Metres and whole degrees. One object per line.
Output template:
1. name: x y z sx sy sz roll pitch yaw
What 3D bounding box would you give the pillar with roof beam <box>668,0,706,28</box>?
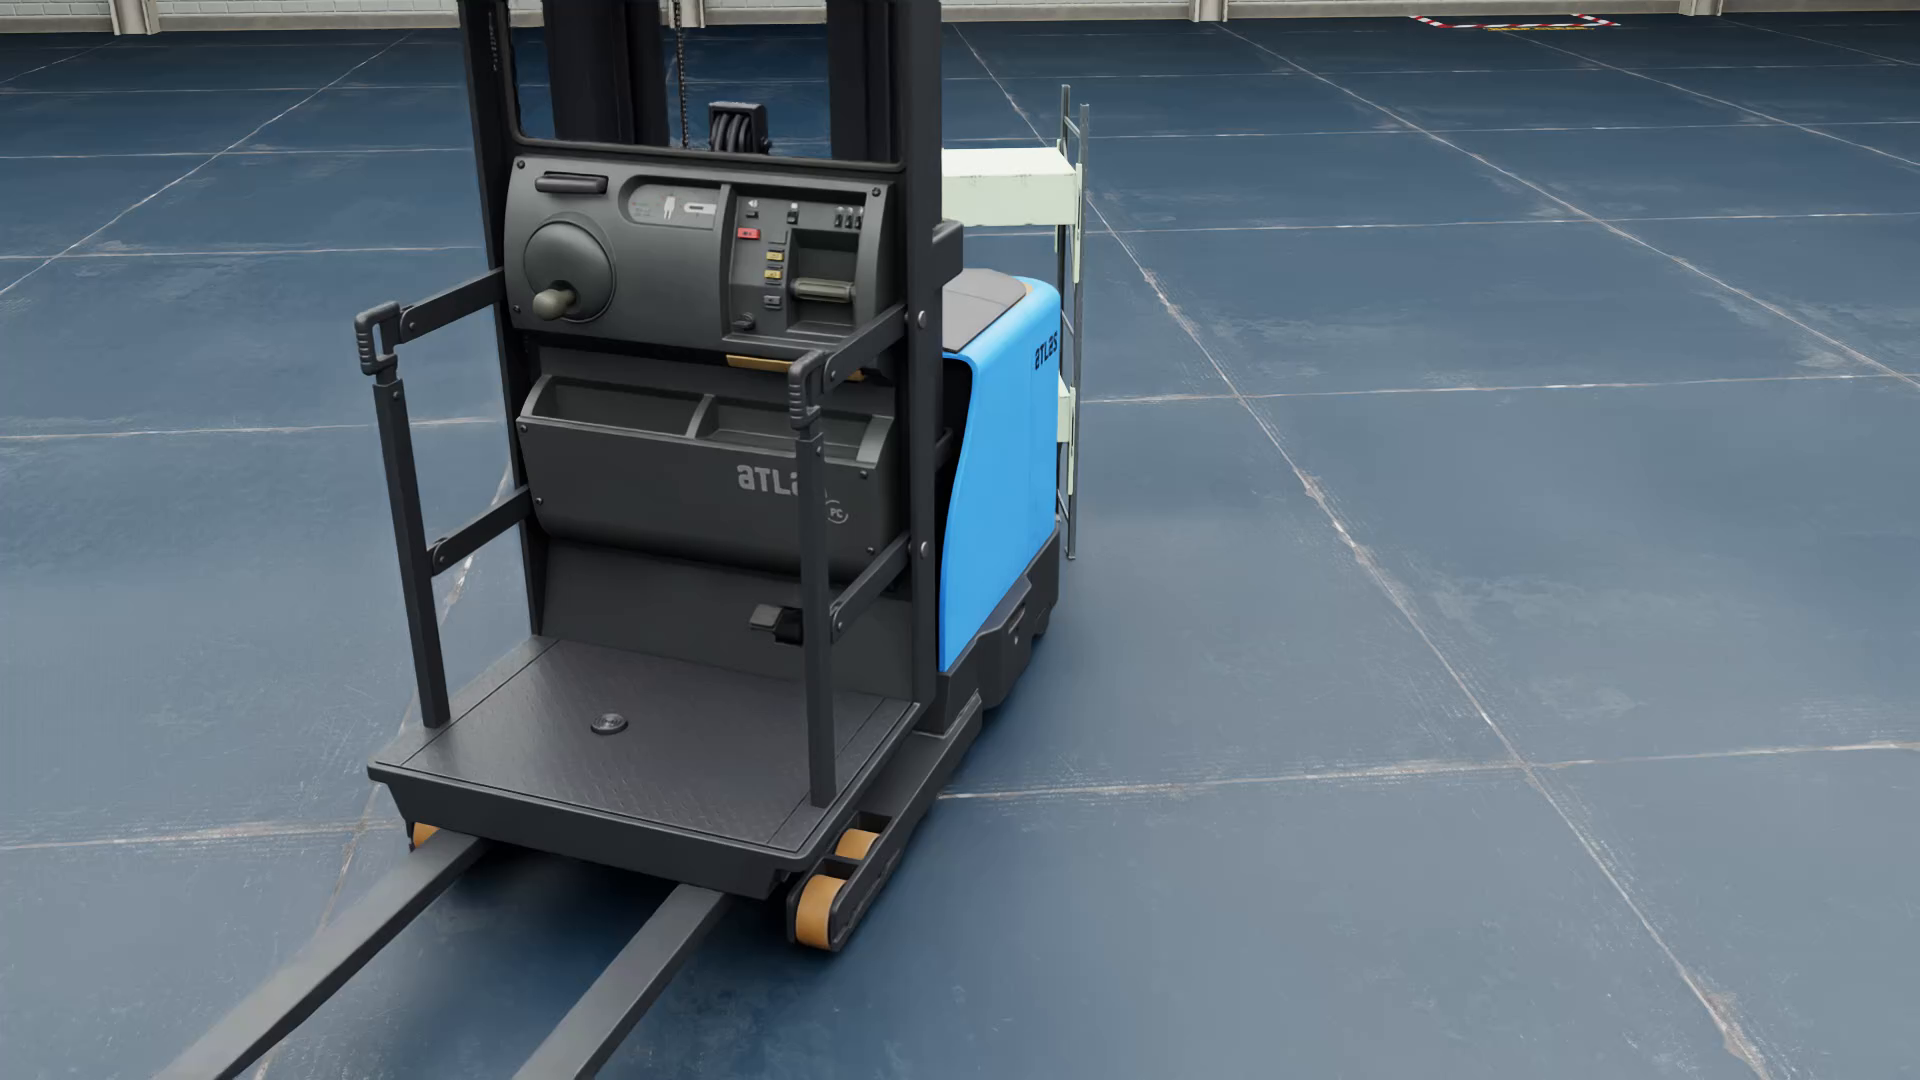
1. pillar with roof beam: -2.659 -8.197 13.112 0.400 9.000 9.100 -2 24 -5

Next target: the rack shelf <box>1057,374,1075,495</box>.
1. rack shelf: -0.007 -0.387 5.577 0.720 0.370 0.431 -2 24 -5

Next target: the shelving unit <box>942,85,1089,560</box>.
1. shelving unit: -0.007 -0.685 5.445 0.755 1.500 0.431 -2 24 -5

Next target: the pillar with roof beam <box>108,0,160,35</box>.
1. pillar with roof beam: -8.630 -7.957 12.573 0.400 9.000 9.100 -2 24 -5

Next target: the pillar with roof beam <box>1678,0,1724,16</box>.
1. pillar with roof beam: 9.283 -8.676 14.190 0.400 9.000 9.100 -2 24 -5

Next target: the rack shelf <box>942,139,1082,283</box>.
1. rack shelf: -0.007 -1.042 5.286 0.720 0.370 0.431 -2 24 -5

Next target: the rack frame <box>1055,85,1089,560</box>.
1. rack frame: 0.358 -0.700 5.478 0.023 1.500 0.400 -2 24 -5

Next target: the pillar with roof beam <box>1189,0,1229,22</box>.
1. pillar with roof beam: 3.312 -8.436 13.651 0.400 9.000 9.100 -2 24 -5

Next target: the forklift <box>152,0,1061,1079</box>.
1. forklift: -0.671 -0.615 3.525 1.130 2.935 3.031 8 25 18
